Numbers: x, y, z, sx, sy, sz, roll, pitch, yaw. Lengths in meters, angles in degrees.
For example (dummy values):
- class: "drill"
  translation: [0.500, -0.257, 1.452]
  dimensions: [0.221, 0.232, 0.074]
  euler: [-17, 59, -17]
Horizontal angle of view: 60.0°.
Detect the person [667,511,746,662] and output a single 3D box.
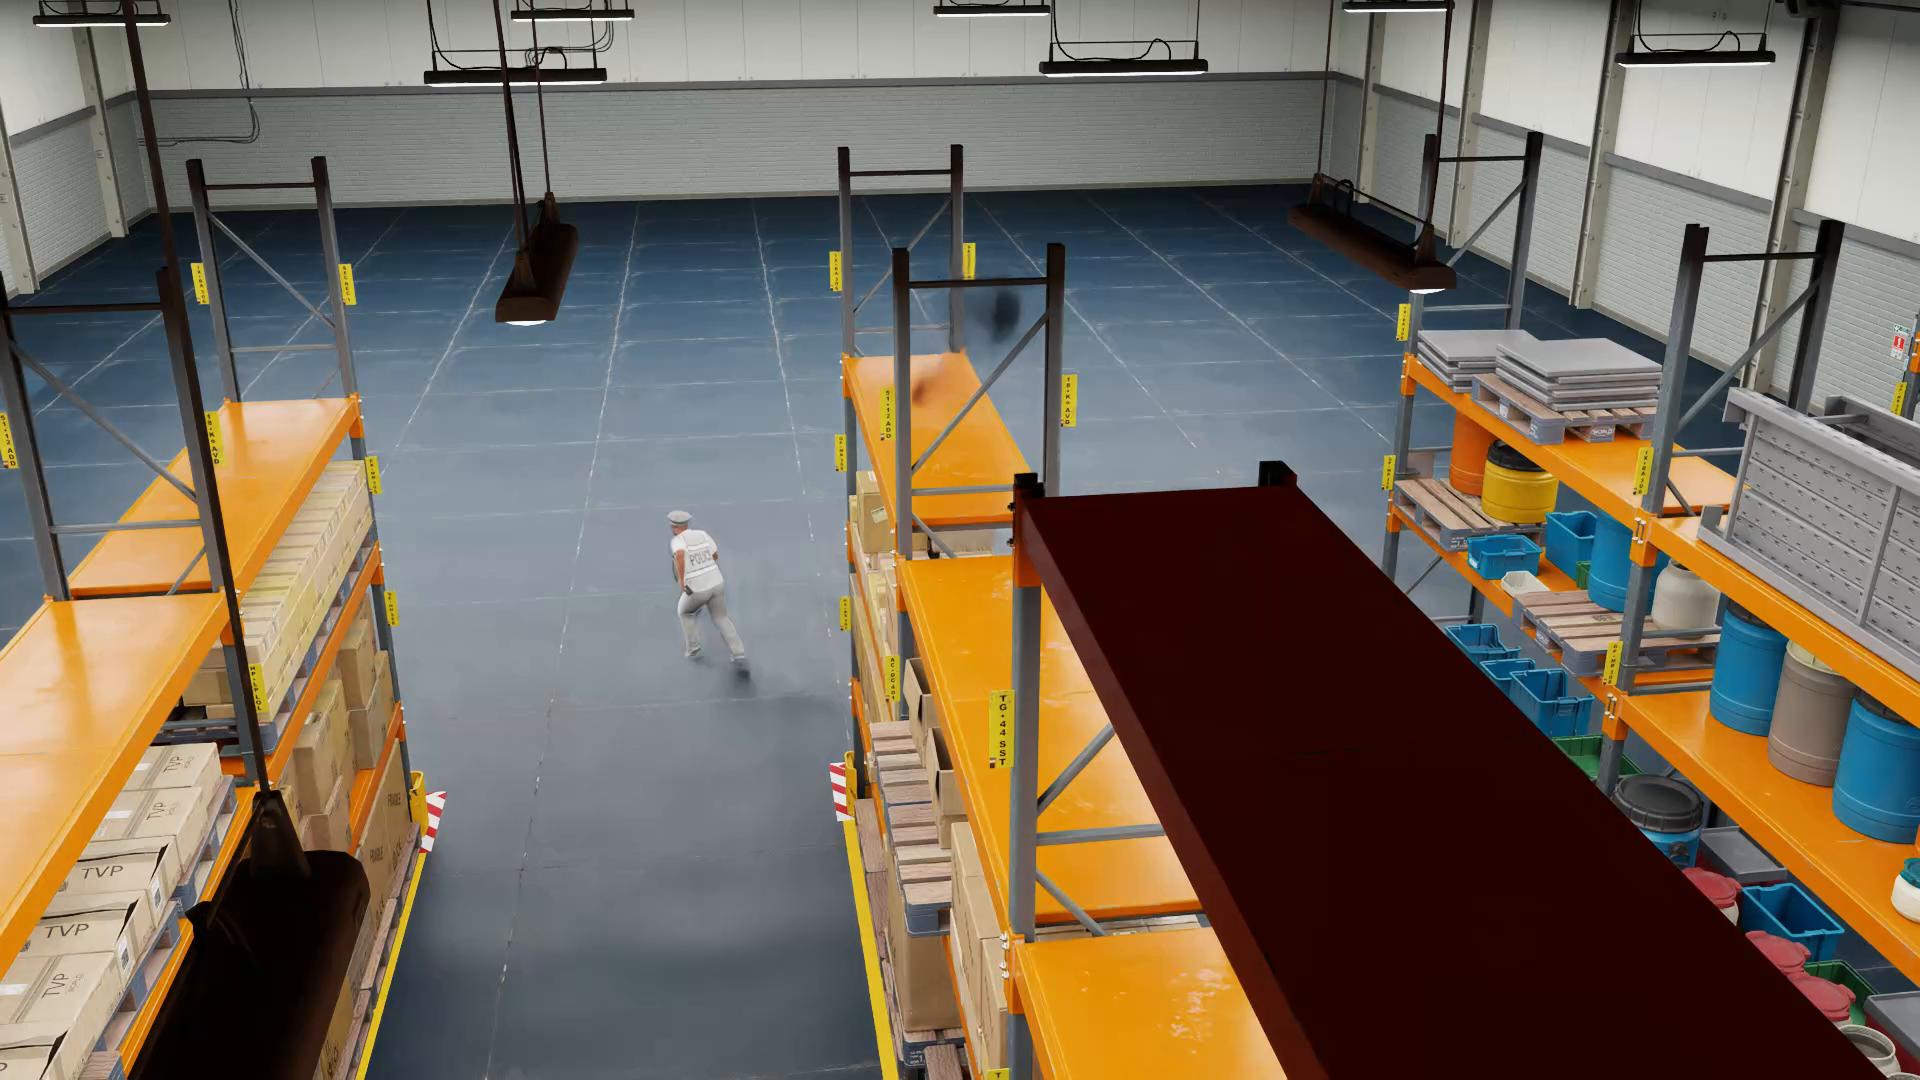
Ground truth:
- class: "person"
  translation: [-2.743, 0.605, 17.970]
  dimensions: [1.014, 1.719, 0.707]
  euler: [16, 27, 35]
